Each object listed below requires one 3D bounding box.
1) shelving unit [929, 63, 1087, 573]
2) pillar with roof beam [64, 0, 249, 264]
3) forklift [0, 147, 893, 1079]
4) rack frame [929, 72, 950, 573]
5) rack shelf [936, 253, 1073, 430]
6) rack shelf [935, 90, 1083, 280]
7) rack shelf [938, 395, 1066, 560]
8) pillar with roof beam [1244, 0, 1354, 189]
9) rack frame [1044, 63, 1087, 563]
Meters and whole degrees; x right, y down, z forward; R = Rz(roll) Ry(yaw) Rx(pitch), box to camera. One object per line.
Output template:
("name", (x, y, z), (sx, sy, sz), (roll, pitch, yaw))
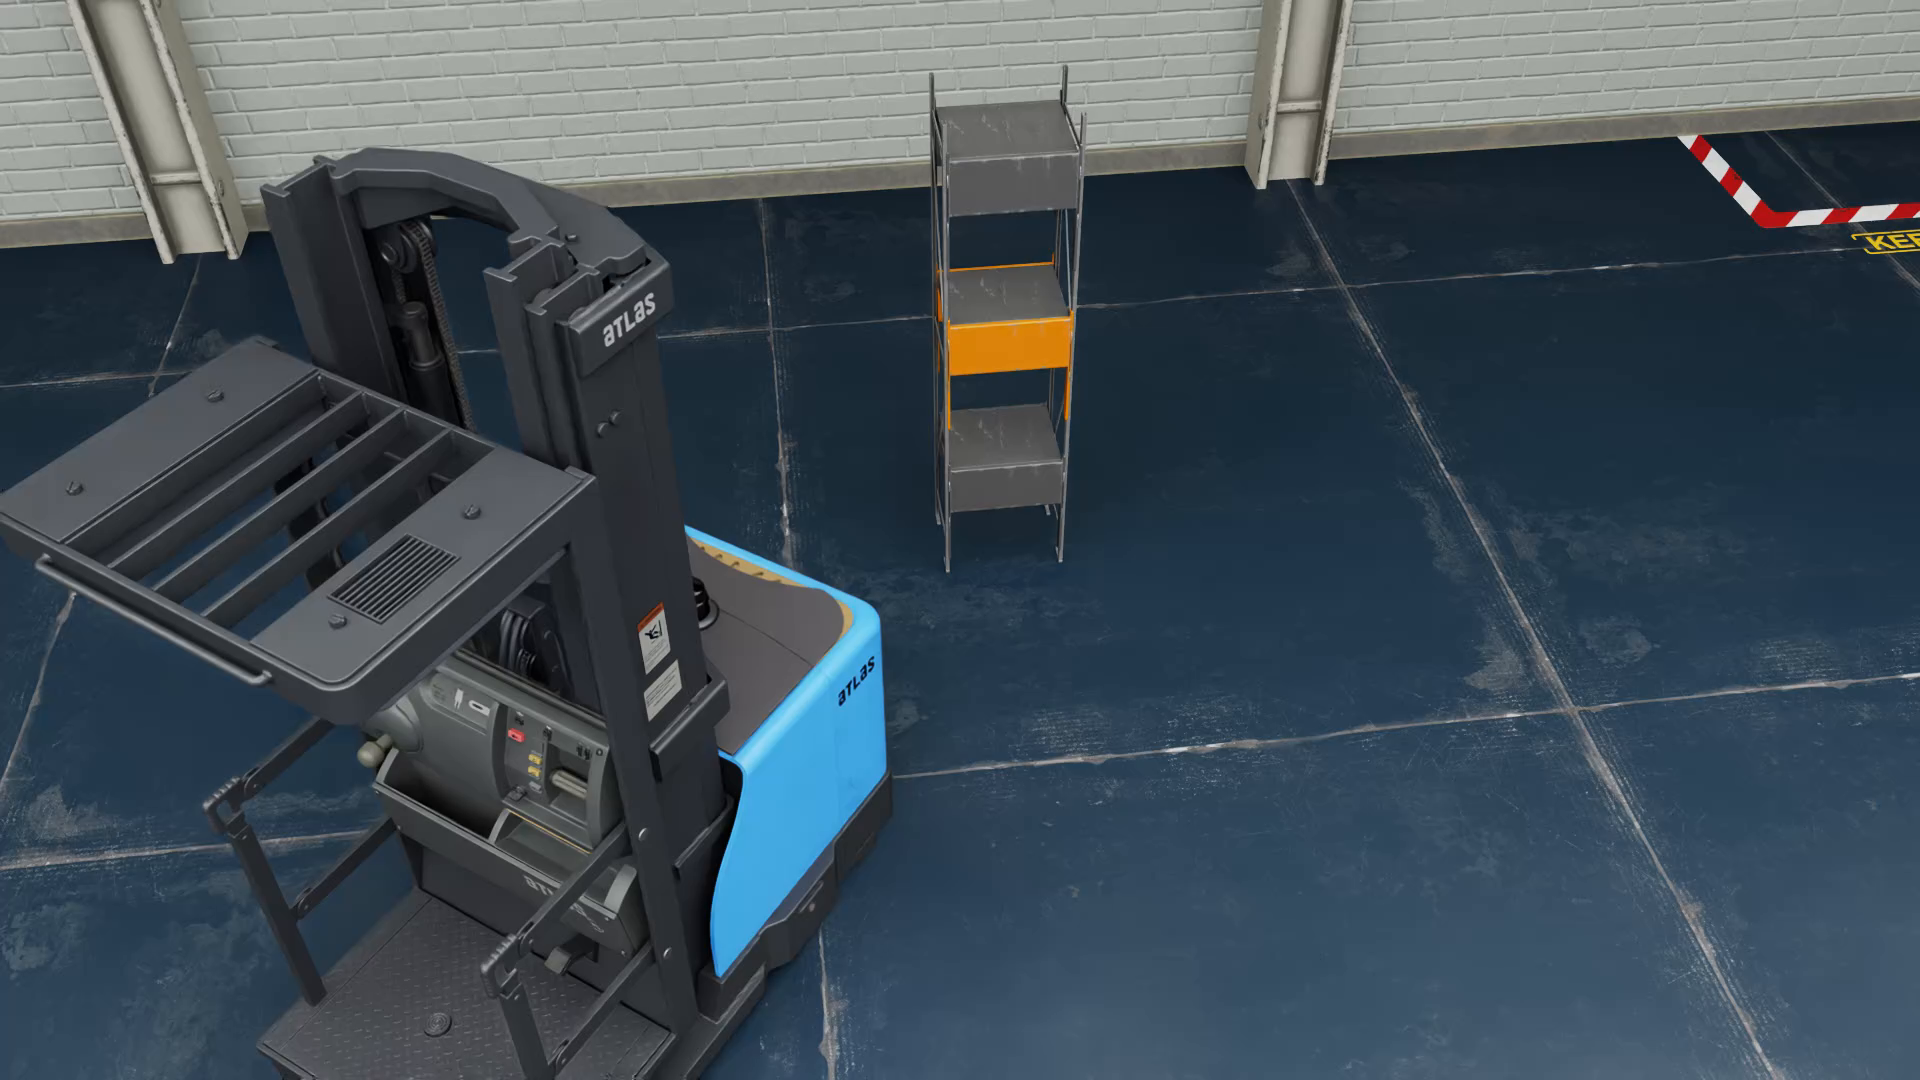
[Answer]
("shelving unit", (0.164, -0.794, 6.563), (0.503, 2.100, 0.431), (-5, 42, -6))
("pillar with roof beam", (-3.527, -2.078, 2.835), (0.400, 9.000, 9.100), (-5, 42, -6))
("forklift", (-1.429, 0.613, 4.383), (1.130, 2.935, 3.031), (22, 46, 22))
("rack frame", (-0.078, -0.773, 6.539), (0.015, 2.100, 0.400), (-5, 42, -6))
("rack shelf", (0.164, -0.784, 6.572), (0.480, 0.518, 0.431), (-5, 42, -6))
("rack shelf", (0.164, -1.304, 6.103), (0.480, 0.518, 0.431), (-5, 42, -6))
("rack shelf", (0.164, -0.264, 7.041), (0.480, 0.518, 0.431), (-5, 42, -6))
("pillar with roof beam", (2.422, -2.599, 3.413), (0.400, 9.000, 9.100), (-5, 42, -6))
("rack frame", (0.406, -0.815, 6.586), (0.015, 2.100, 0.400), (-5, 42, -6))
